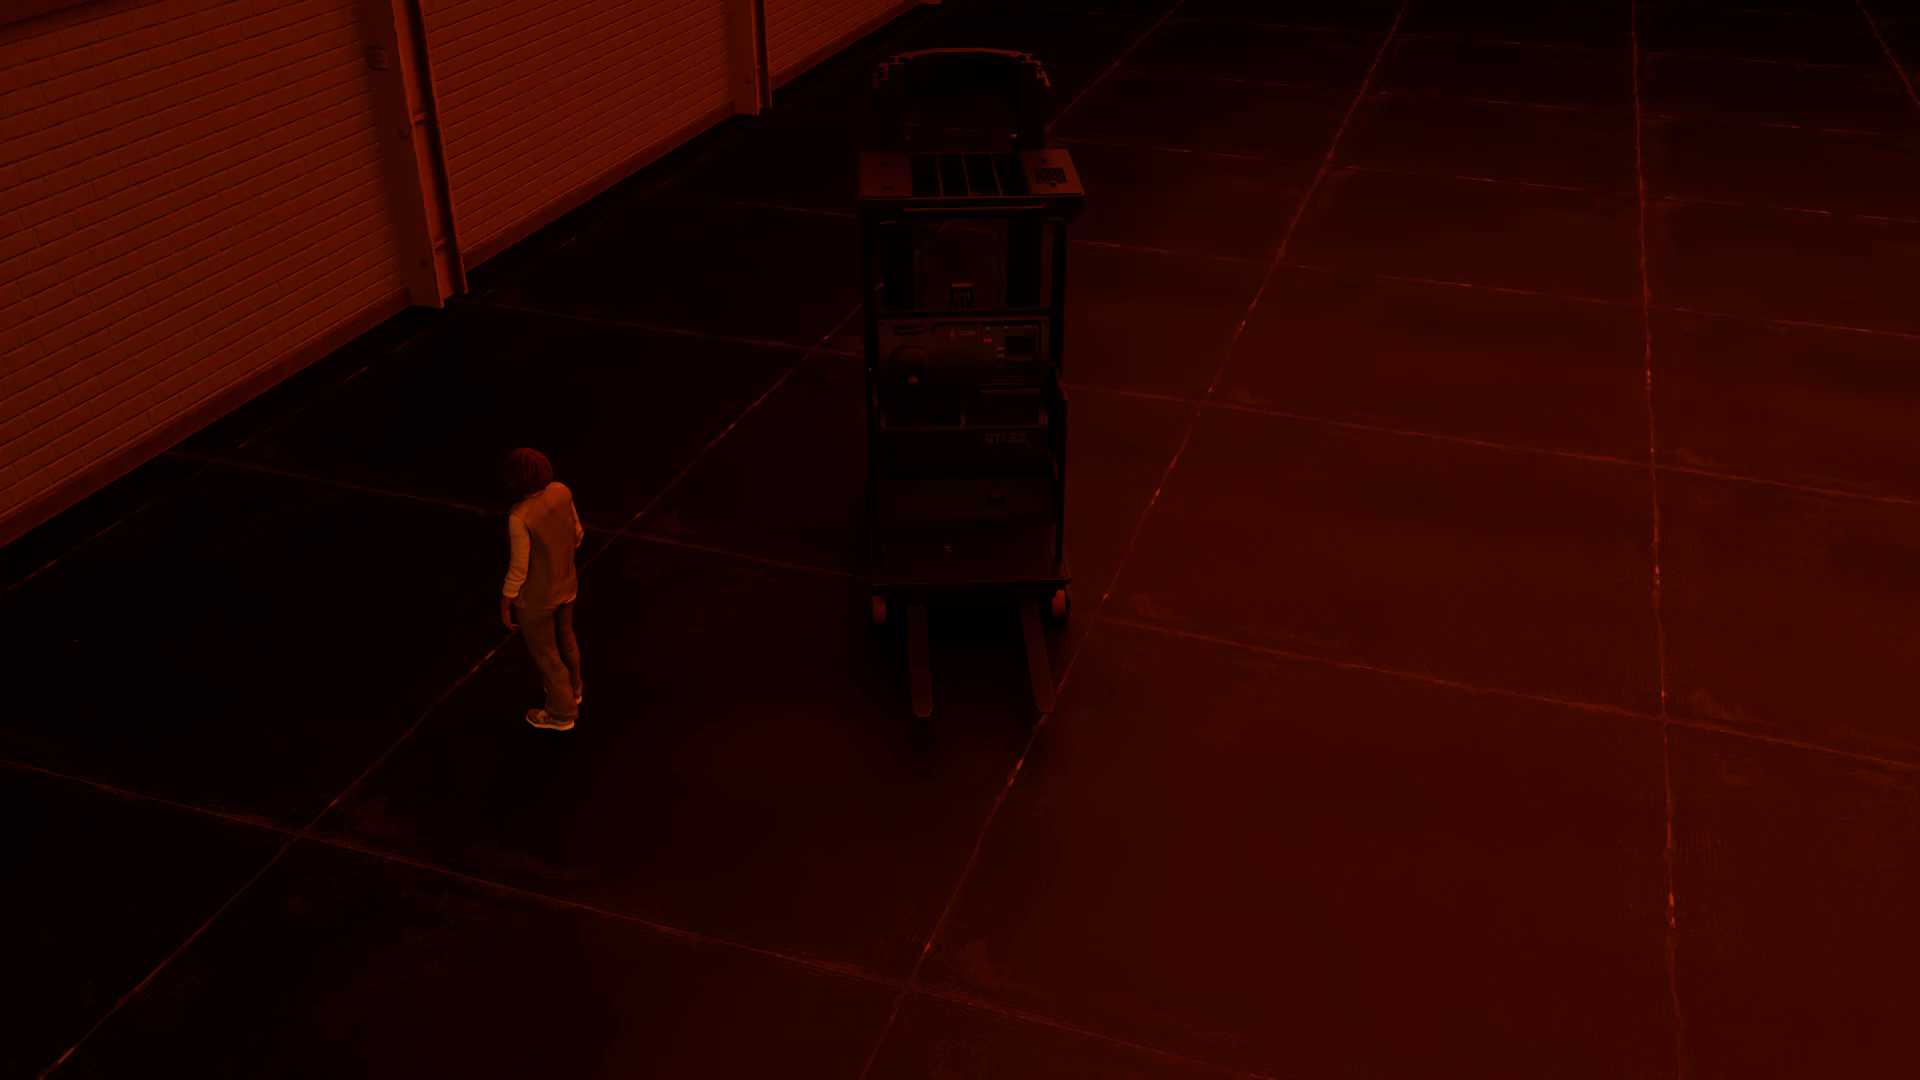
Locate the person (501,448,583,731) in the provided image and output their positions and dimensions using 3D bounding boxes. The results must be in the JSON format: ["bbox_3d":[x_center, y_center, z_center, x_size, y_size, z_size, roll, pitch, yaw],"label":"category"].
[{"bbox_3d":[-2.067,0.232,8.062,0.477,1.597,0.518,16,33,25],"label":"person"}]

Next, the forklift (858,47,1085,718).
[{"bbox_3d":[0.035,-0.972,8.842,1.130,2.935,3.031,-2,30,-3],"label":"forklift"}]
